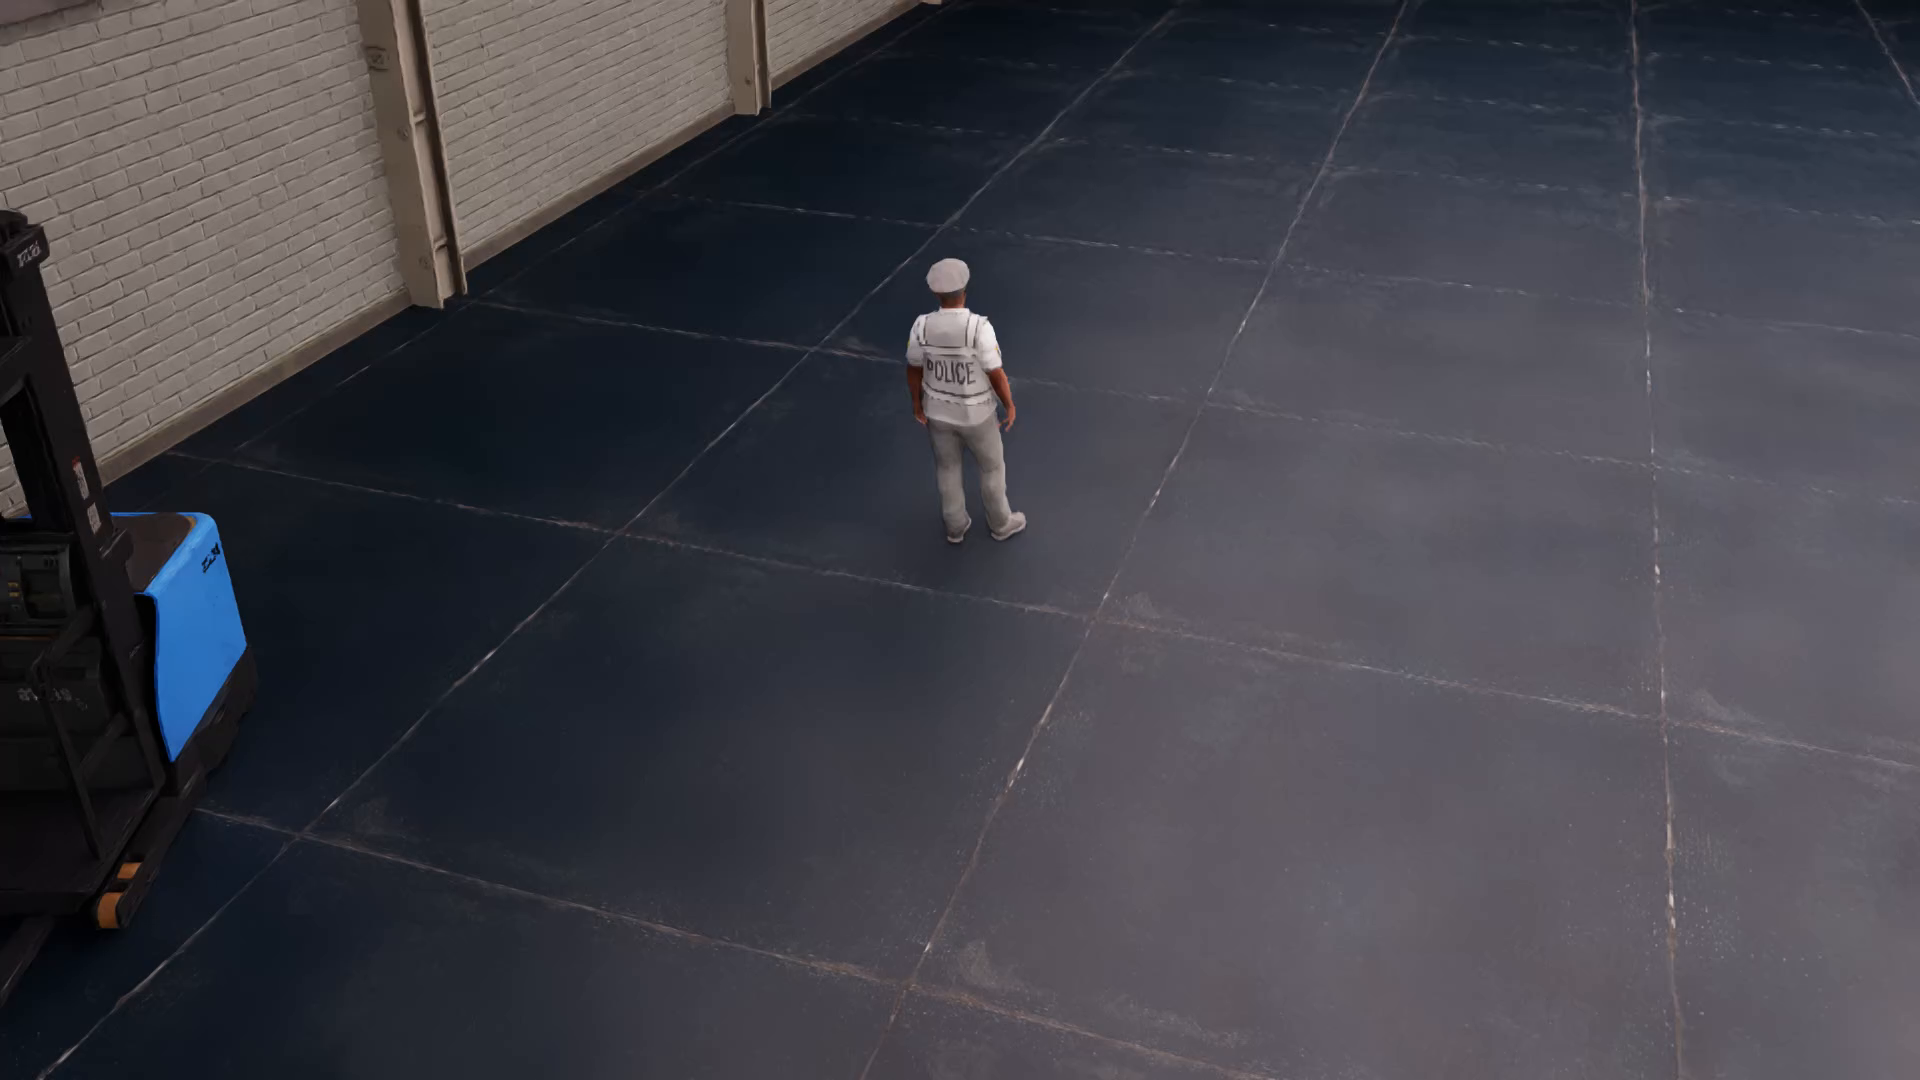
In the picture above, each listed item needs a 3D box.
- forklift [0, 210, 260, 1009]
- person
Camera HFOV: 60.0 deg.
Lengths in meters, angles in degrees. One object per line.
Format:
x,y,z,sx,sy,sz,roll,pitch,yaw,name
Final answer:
-4.131,0.252,6.695,1.130,2.935,3.031,-1,30,-1,forklift
0.037,-0.815,9.712,0.640,1.781,0.574,10,31,16,person
